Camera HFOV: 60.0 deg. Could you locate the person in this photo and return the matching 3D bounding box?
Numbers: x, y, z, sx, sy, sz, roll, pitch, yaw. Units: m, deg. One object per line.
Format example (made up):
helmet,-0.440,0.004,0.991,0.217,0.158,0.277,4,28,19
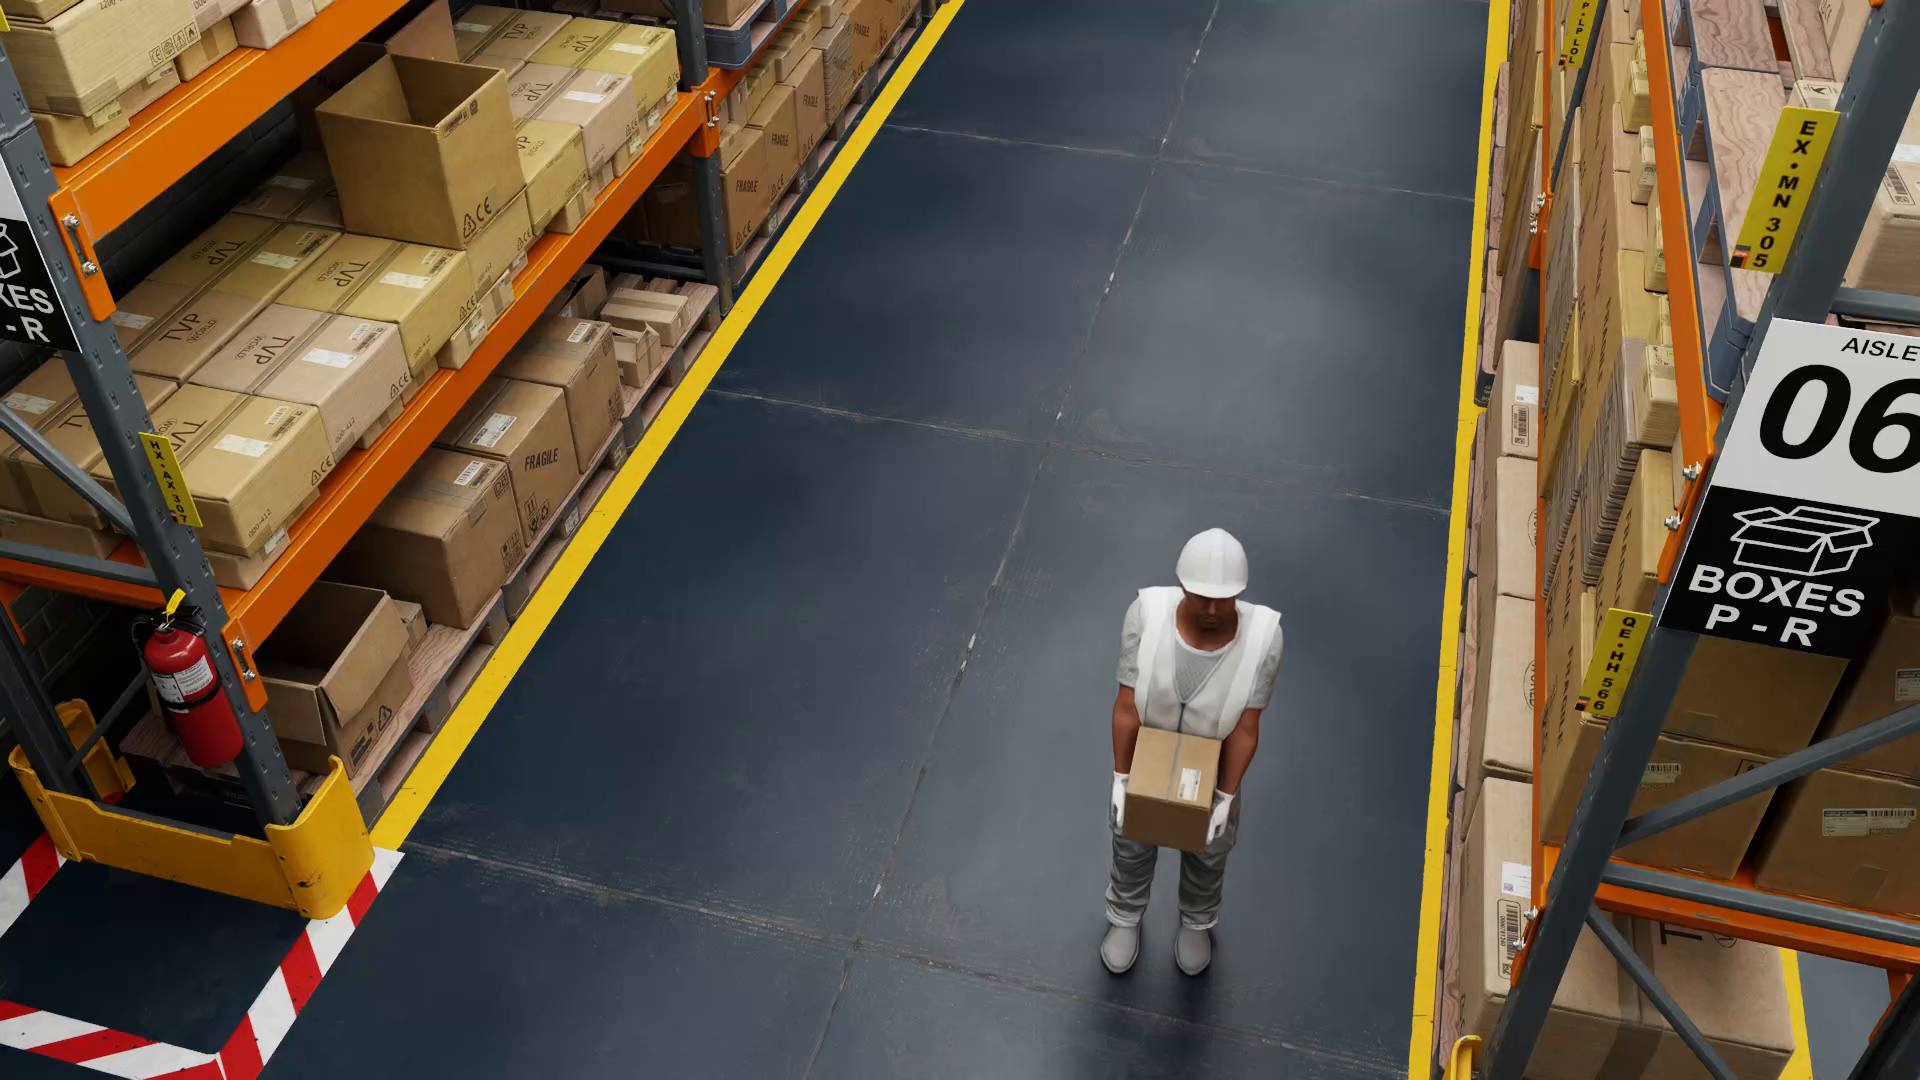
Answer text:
person,0.697,0.764,5.255,0.488,1.779,0.580,9,42,11
